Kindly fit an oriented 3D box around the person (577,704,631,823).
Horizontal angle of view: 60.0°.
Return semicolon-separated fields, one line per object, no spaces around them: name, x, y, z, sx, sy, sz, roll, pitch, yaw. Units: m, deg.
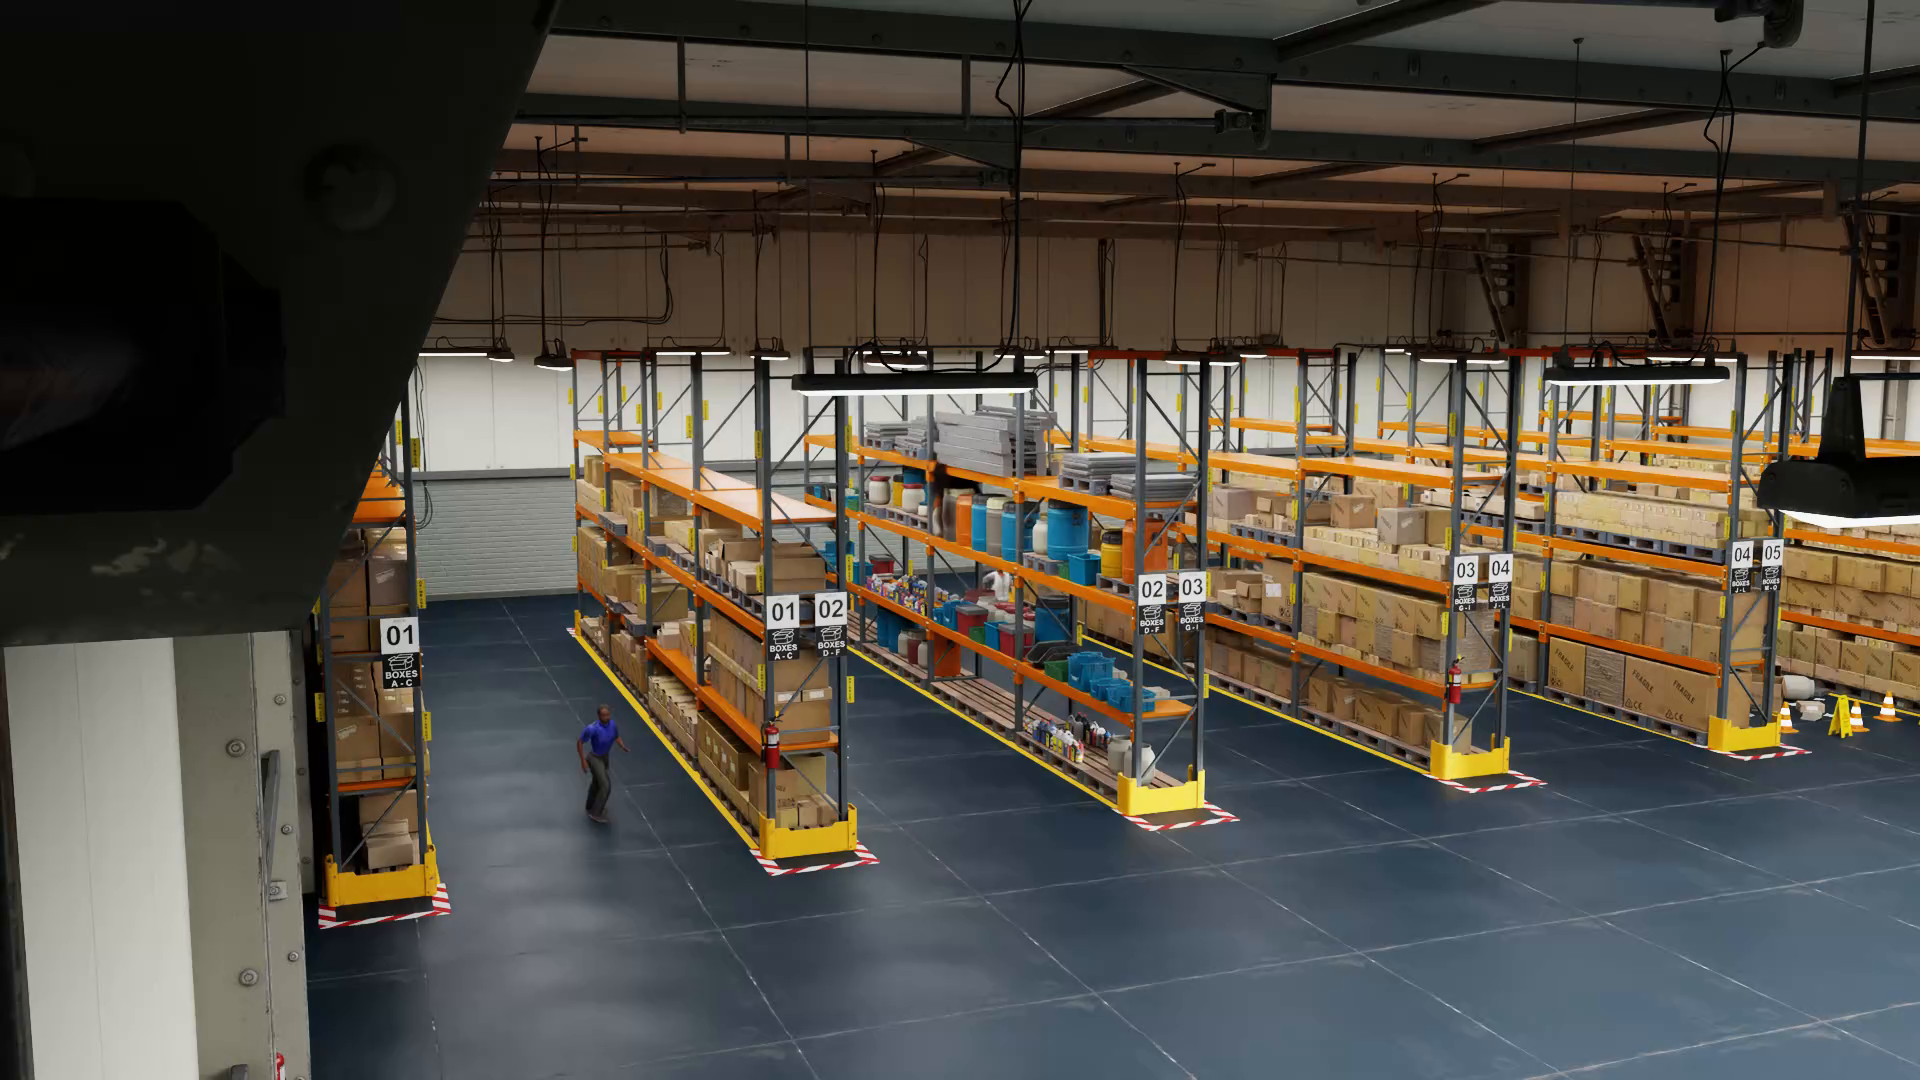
person;-4.640;2.900;21.655;0.817;1.631;0.608;3;8;20

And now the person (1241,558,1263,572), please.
person;7.196;0.341;41.357;0.904;1.652;0.644;3;8;24

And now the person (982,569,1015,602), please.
person;0.834;1.257;33.703;0.643;1.783;0.701;-5;8;-32
